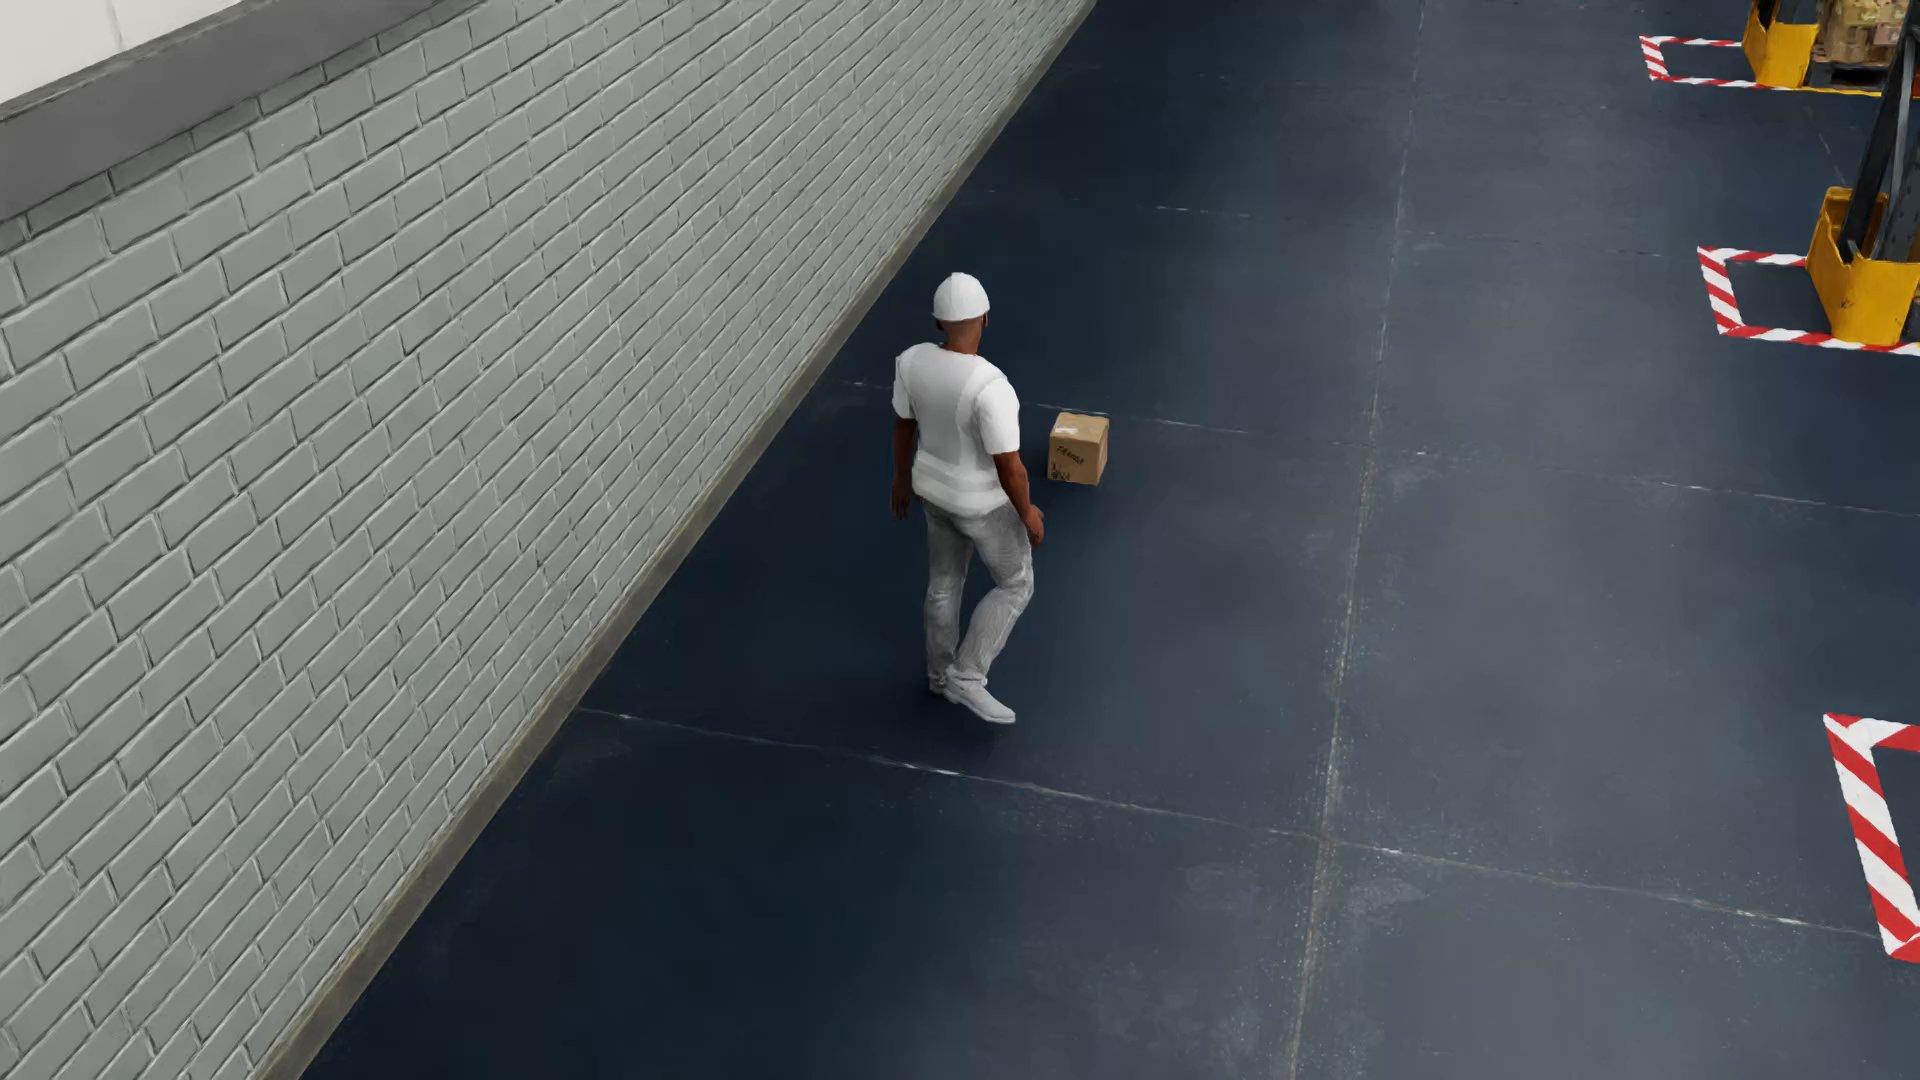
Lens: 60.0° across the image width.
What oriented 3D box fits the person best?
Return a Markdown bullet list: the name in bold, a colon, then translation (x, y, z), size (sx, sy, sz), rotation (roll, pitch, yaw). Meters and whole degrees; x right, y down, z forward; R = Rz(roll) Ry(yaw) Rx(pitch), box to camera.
- **person**: translation (0.018, -0.142, 6.304), size (0.452, 1.762, 0.730), rotation (-27, 42, -36)
